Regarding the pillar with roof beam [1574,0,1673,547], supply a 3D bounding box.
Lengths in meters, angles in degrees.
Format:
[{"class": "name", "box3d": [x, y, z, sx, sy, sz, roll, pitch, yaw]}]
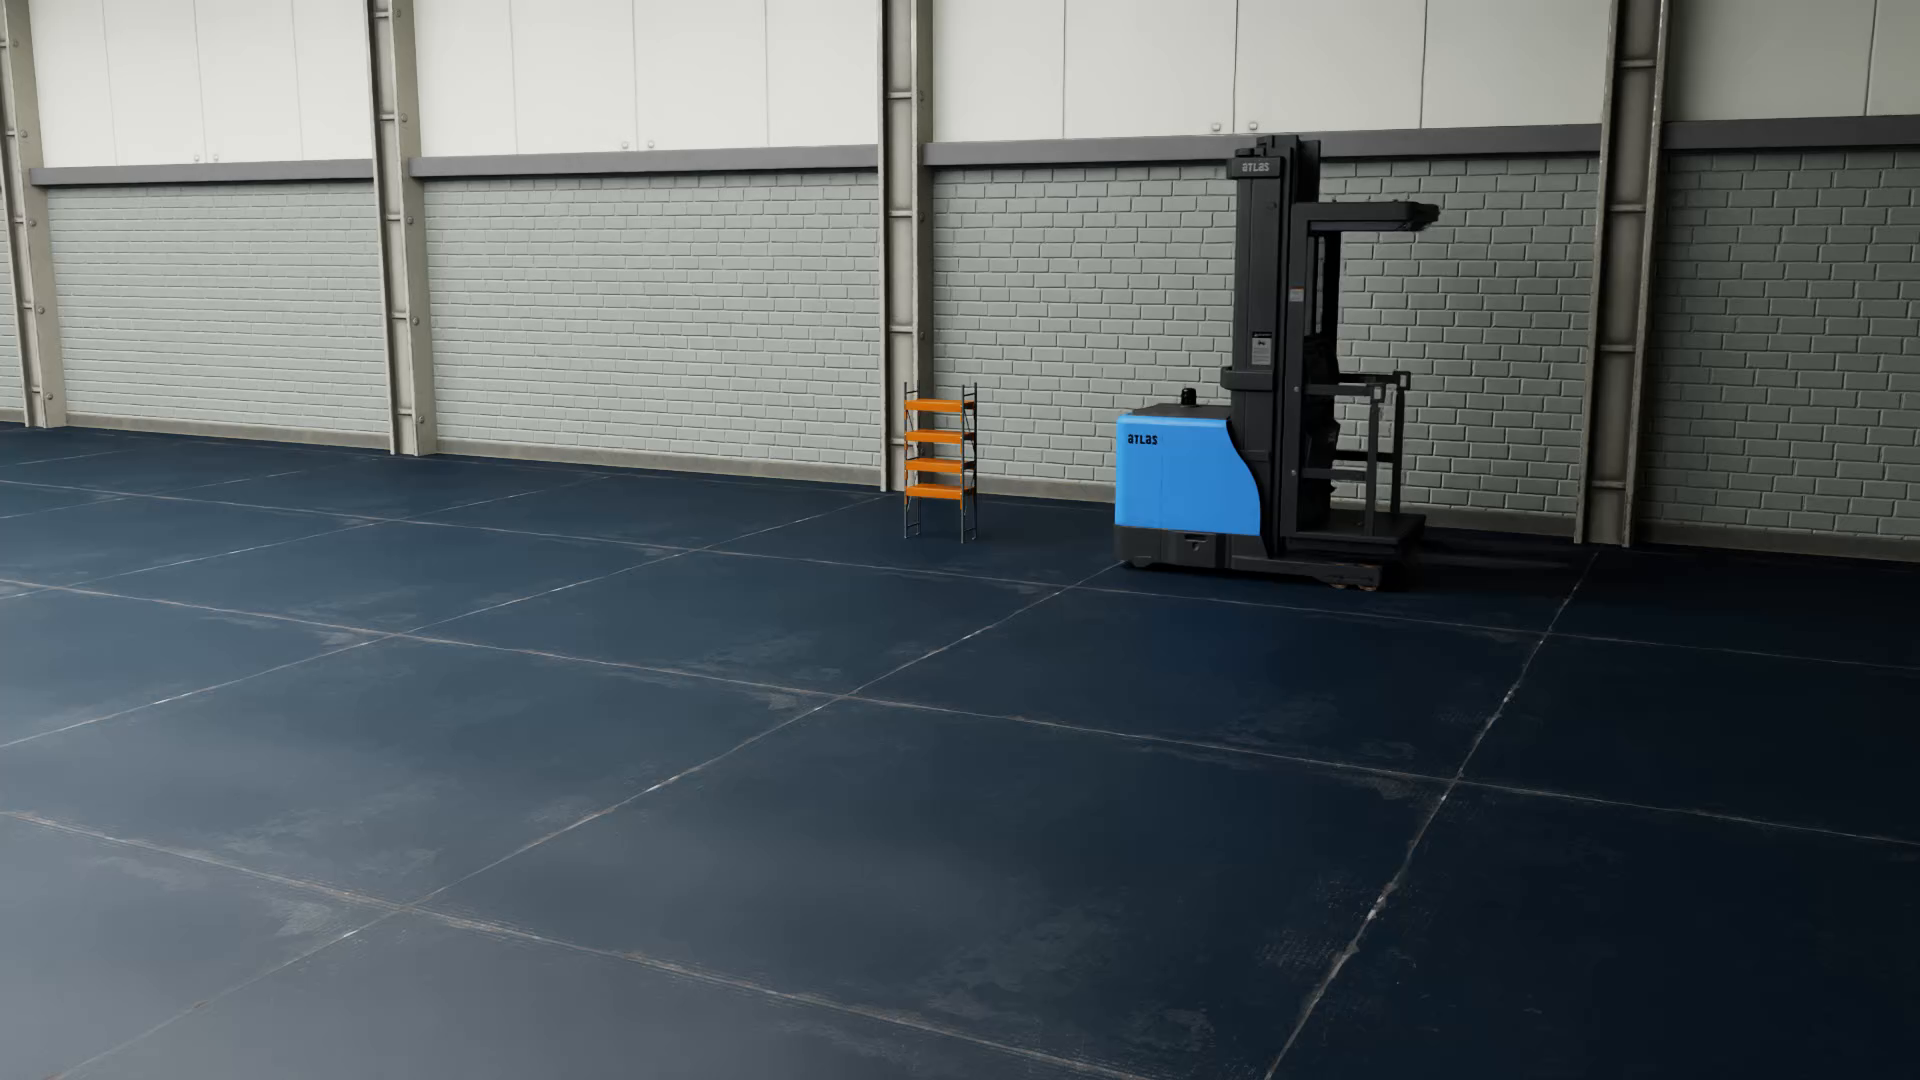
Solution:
[{"class": "pillar with roof beam", "box3d": [2.993, -3.726, 8.049, 0.400, 9.000, 9.100, 5, 11, 26]}]

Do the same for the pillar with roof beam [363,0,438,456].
[{"class": "pillar with roof beam", "box3d": [-7.768, -4.671, 13.274, 0.400, 9.000, 9.100, 5, 11, 26]}]

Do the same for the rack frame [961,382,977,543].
[{"class": "rack frame", "box3d": [0.070, -0.584, 12.589, 0.015, 1.200, 0.240, 5, 11, 26]}]

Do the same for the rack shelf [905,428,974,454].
[{"class": "rack shelf", "box3d": [-0.148, -0.757, 12.668, 0.480, 0.148, 0.258, 5, 11, 26]}]

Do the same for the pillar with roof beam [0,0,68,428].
[{"class": "pillar with roof beam", "box3d": [-13.149, -5.144, 15.886, 0.400, 9.000, 9.100, 5, 11, 26]}]

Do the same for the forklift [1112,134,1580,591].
[{"class": "forklift", "box3d": [2.630, -1.215, 11.216, 3.031, 2.935, 1.130, 5, 11, 24]}]

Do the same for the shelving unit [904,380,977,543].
[{"class": "shelving unit", "box3d": [-0.148, -0.603, 12.695, 0.503, 1.200, 0.258, 5, 11, 26]}]

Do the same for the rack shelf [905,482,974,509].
[{"class": "rack shelf", "box3d": [-0.148, -0.342, 12.743, 0.480, 0.148, 0.258, 5, 11, 26]}]

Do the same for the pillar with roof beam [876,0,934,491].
[{"class": "pillar with roof beam", "box3d": [-2.387, -4.199, 10.661, 0.400, 9.000, 9.100, 5, 11, 26]}]

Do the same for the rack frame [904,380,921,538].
[{"class": "rack frame", "box3d": [-0.367, -0.623, 12.802, 0.015, 1.200, 0.240, 5, 11, 26]}]

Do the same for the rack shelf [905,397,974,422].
[{"class": "rack shelf", "box3d": [-0.148, -0.990, 12.625, 0.480, 0.148, 0.258, 5, 11, 26]}]

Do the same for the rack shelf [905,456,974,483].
[{"class": "rack shelf", "box3d": [-0.148, -0.537, 12.707, 0.480, 0.148, 0.258, 5, 11, 26]}]
